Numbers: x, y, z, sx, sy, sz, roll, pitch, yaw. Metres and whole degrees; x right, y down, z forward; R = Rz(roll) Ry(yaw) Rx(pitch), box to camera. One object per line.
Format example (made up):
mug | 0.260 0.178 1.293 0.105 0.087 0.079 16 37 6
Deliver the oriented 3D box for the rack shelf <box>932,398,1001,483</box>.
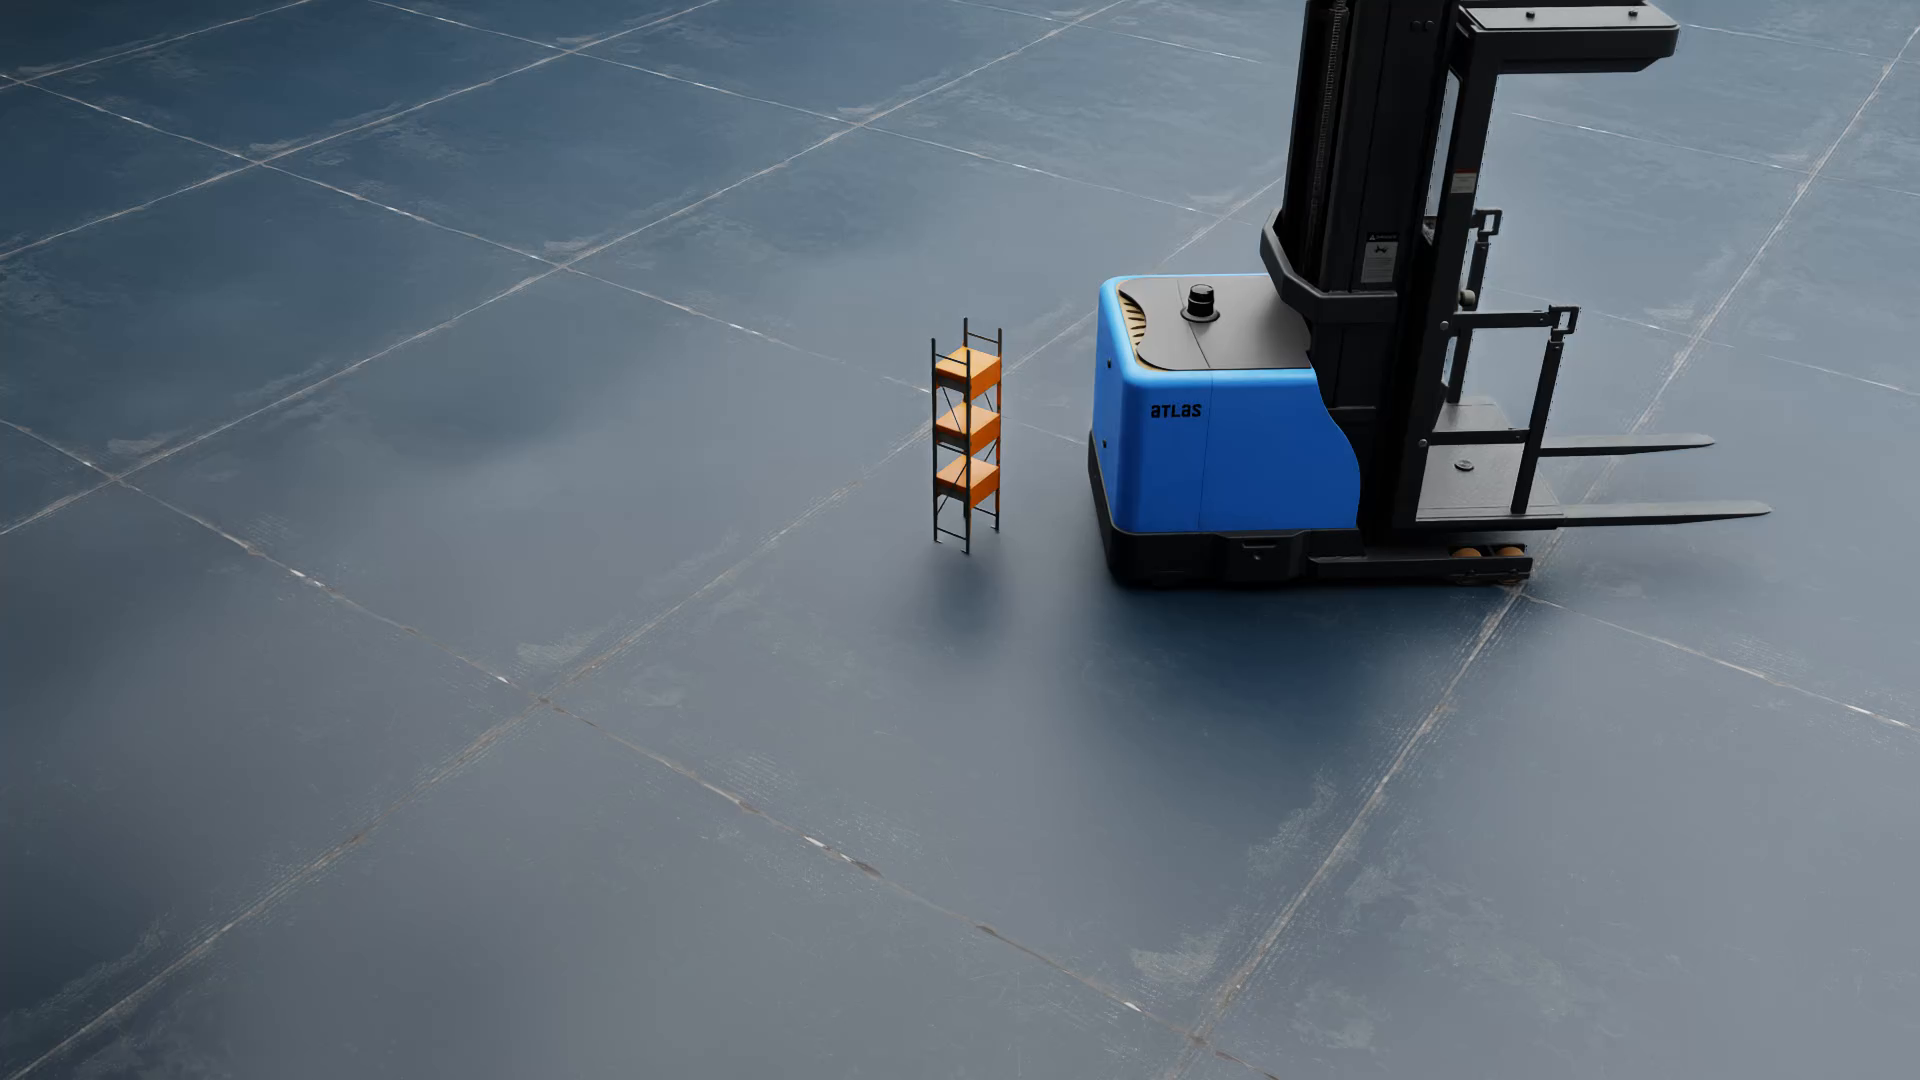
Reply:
rack shelf | 0.031 -0.451 7.498 0.215 0.259 0.240 21 39 28

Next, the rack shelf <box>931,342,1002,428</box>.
rack shelf | 0.031 -0.686 7.339 0.215 0.259 0.240 21 39 28

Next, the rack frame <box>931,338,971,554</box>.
rack frame | -0.039 -0.403 7.409 0.200 1.050 0.008 21 39 28

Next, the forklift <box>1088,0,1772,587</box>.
forklift | 2.158 -1.307 7.066 3.031 2.935 1.130 -1 34 -2

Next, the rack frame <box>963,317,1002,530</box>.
rack frame | 0.100 -0.516 7.575 0.200 1.050 0.008 21 39 28

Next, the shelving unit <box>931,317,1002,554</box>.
shelving unit | 0.031 -0.460 7.492 0.215 1.050 0.252 21 39 28

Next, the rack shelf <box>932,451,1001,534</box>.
rack shelf | 0.031 -0.221 7.654 0.215 0.259 0.240 21 39 28
